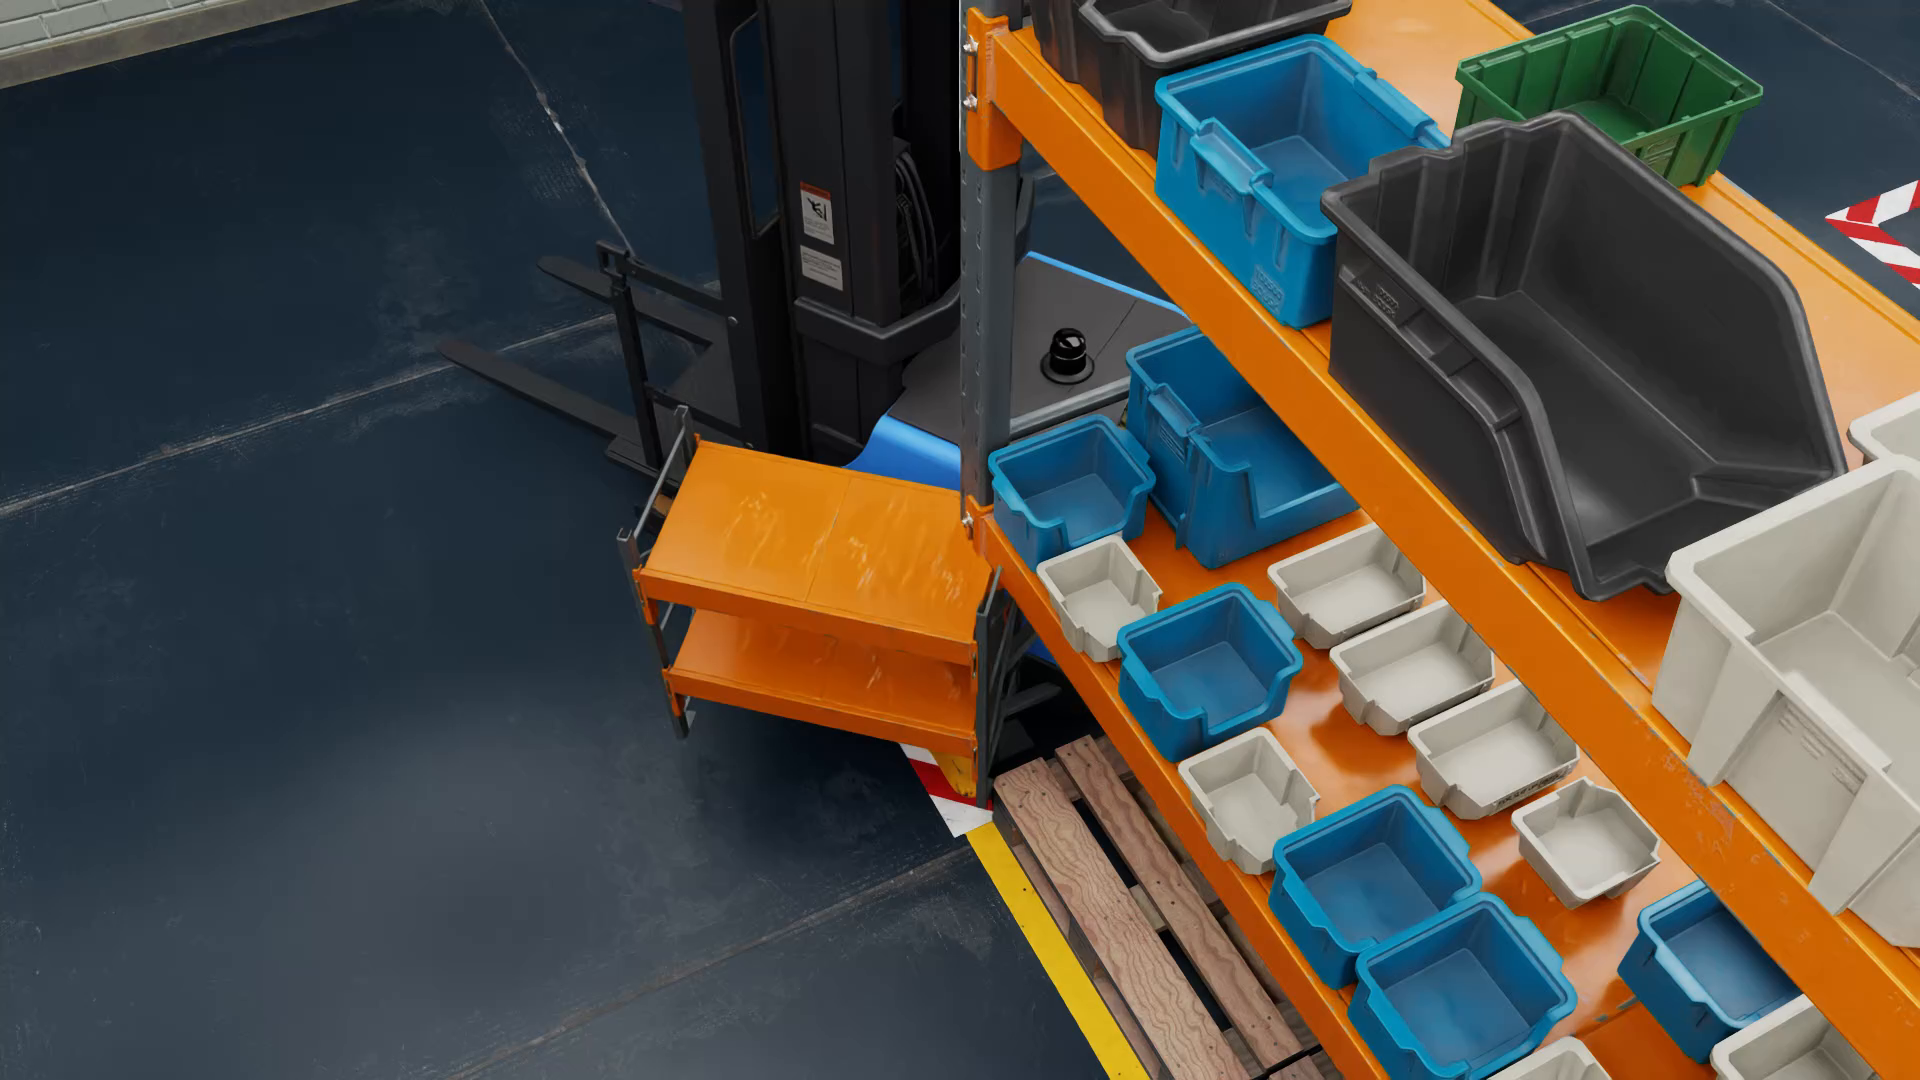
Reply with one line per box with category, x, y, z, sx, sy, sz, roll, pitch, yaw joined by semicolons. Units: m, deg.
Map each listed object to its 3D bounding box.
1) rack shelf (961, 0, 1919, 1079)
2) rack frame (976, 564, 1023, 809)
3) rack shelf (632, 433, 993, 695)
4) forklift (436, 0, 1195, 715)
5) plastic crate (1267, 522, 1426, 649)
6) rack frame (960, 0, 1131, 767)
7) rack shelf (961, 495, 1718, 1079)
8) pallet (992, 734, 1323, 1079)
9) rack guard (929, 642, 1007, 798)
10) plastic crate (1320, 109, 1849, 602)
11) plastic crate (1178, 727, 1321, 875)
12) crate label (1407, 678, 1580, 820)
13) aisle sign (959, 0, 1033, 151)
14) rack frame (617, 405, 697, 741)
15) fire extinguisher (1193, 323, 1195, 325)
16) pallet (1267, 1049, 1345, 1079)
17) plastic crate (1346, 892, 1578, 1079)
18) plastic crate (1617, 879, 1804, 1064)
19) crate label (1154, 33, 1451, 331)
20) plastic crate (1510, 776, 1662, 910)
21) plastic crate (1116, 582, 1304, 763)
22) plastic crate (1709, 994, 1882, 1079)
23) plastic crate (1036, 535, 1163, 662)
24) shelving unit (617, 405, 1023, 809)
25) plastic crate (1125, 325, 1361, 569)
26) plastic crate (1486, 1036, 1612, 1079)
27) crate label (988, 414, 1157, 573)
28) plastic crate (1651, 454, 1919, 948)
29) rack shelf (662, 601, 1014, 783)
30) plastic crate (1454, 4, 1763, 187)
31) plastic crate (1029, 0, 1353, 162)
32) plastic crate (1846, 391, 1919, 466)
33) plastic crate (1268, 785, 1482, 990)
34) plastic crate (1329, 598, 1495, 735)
rack shelf;1.387;0.167;2.597;1.077;0.370;4.000;-21;52;-18
rack frame;0.123;0.333;5.005;0.032;1.125;0.500;11;55;9
rack shelf;-0.372;0.062;4.844;1.000;0.278;0.538;11;55;9
forklift;-0.619;-1.217;5.367;3.031;2.935;1.130;24;53;20
plastic crate;1.006;0.129;4.280;0.396;0.136;0.243;-21;52;-18
rack frame;0.472;-0.421;4.626;1.000;3.000;0.127;-21;52;-18
rack shelf;1.387;1.154;3.726;1.077;0.370;4.000;-21;52;-18
pallet;0.814;1.062;5.181;1.003;0.211;1.213;-21;52;-18
rack guard;0.449;0.390;5.577;1.175;0.500;0.348;-21;52;-18
plastic crate;0.926;-0.271;2.543;0.504;0.338;0.767;-21;52;-18
plastic crate;0.675;0.622;3.849;0.250;0.136;0.298;-21;52;-18
crate label;1.275;0.506;3.950;0.396;0.136;0.243;-21;52;-18
aisle sign;0.174;-1.223;3.600;0.394;0.787;0.004;-21;52;-18
rack frame;-0.862;0.133;5.159;0.032;1.125;0.500;11;55;9
fire extinguisher;0.807;-0.531;5.020;0.296;0.674;0.183;-21;52;-18
pallet;1.369;1.877;4.468;1.003;0.211;1.213;-21;52;-18
plastic crate;1.032;0.975;3.476;0.416;0.233;0.300;-21;52;-18
plastic crate;1.639;0.900;3.541;0.416;0.233;0.300;-21;52;-18
crate label;0.606;-0.631;2.915;0.408;0.251;0.502;-21;52;-18
plastic crate;1.427;0.698;3.782;0.298;0.136;0.250;-21;52;-18
plastic crate;0.593;0.333;4.037;0.416;0.233;0.300;-21;52;-18
plastic crate;1.767;1.190;3.256;0.437;0.282;0.530;-21;52;-18
plastic crate;0.365;0.168;4.246;0.250;0.136;0.298;-21;52;-18
shelving unit;-0.369;0.233;5.082;1.048;1.125;0.538;11;55;9
plastic crate;0.791;-0.293;4.450;0.616;0.435;0.499;-21;52;-18
plastic crate;1.238;1.261;3.290;0.293;0.136;0.466;-21;52;-18
crate label;0.292;-0.107;4.422;0.416;0.233;0.303;-21;52;-18
plastic crate;1.211;0.220;2.151;0.437;0.282;0.530;-21;52;-18
rack shelf;-0.367;0.376;5.280;1.000;0.278;0.538;11;55;9
plastic crate;1.177;-0.777;3.085;0.450;0.188;0.336;-21;52;-18
plastic crate;0.400;-1.012;3.236;0.497;0.269;0.590;-21;52;-18
plastic crate;1.638;-0.025;2.461;0.437;0.136;0.530;-21;52;-18
plastic crate;0.894;0.774;3.652;0.416;0.233;0.300;-21;52;-18
plastic crate;1.125;0.328;4.106;0.396;0.136;0.243;-21;52;-18
